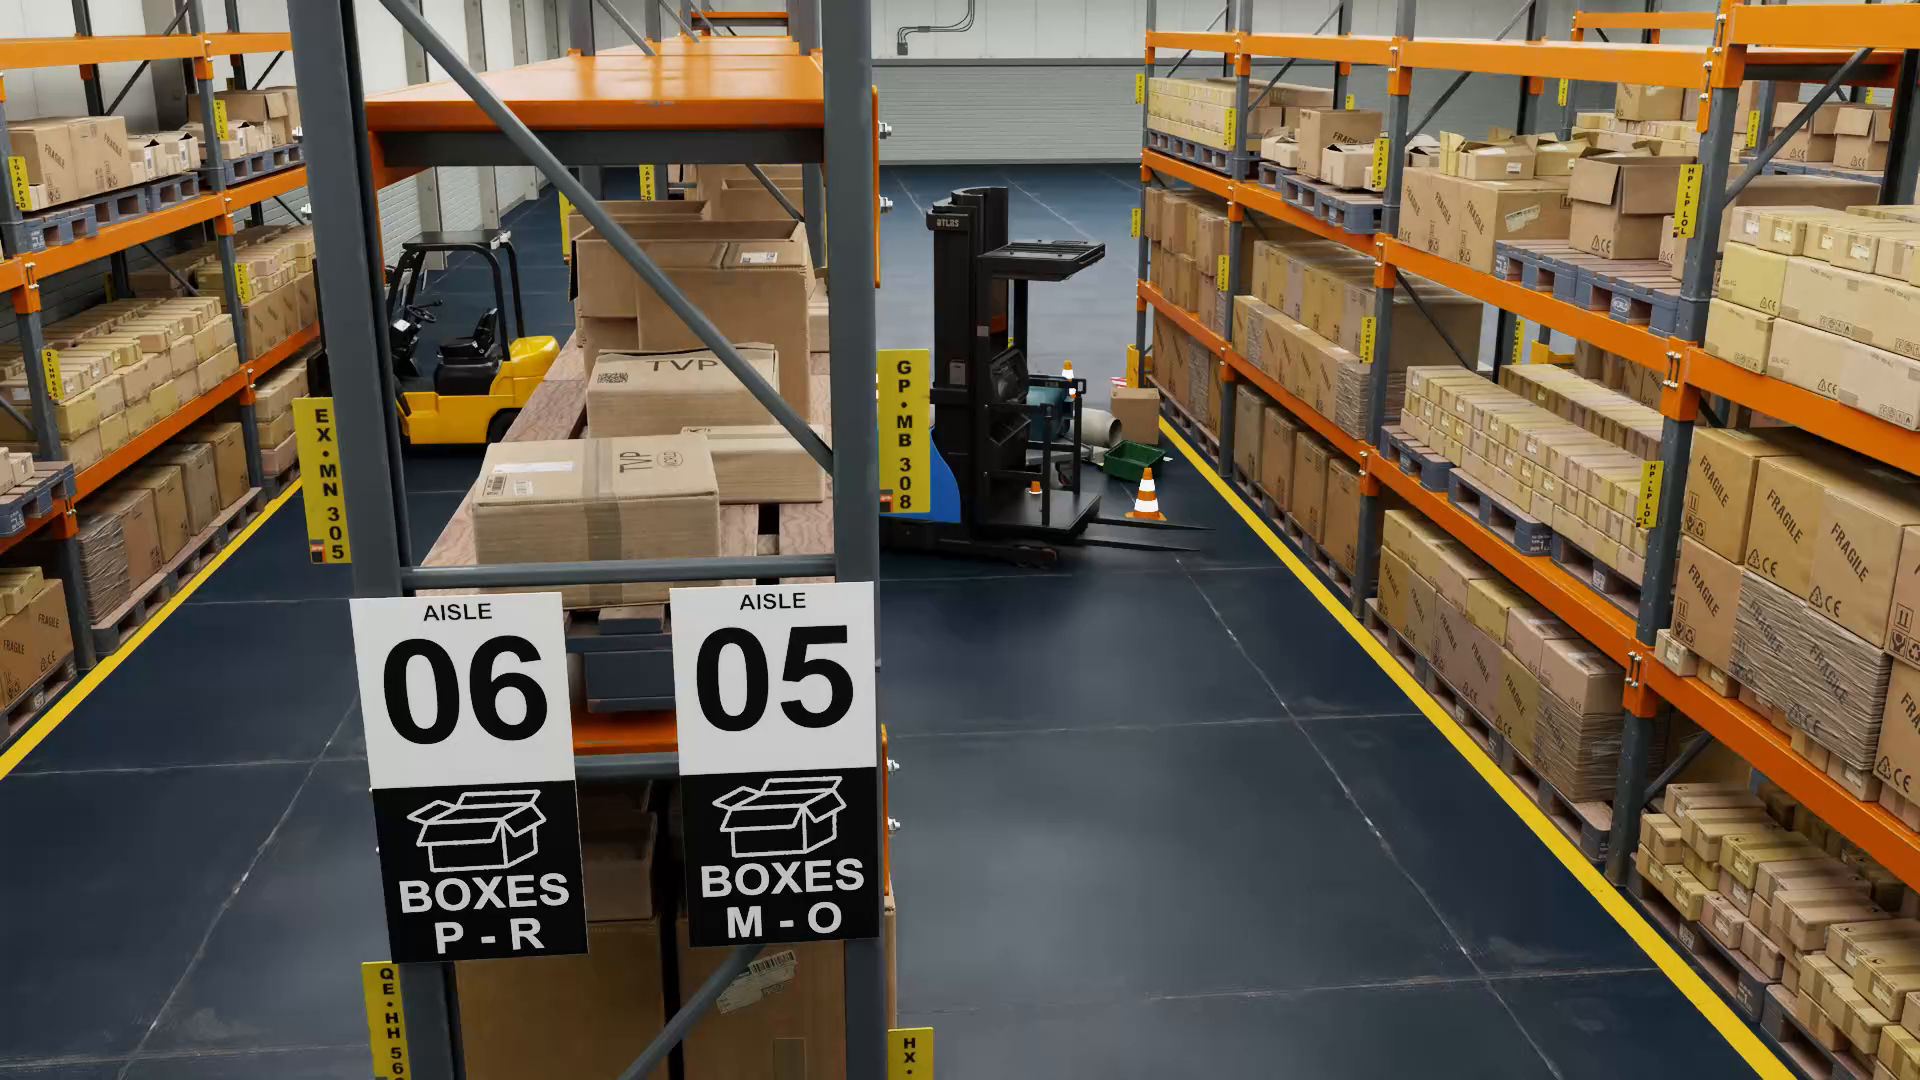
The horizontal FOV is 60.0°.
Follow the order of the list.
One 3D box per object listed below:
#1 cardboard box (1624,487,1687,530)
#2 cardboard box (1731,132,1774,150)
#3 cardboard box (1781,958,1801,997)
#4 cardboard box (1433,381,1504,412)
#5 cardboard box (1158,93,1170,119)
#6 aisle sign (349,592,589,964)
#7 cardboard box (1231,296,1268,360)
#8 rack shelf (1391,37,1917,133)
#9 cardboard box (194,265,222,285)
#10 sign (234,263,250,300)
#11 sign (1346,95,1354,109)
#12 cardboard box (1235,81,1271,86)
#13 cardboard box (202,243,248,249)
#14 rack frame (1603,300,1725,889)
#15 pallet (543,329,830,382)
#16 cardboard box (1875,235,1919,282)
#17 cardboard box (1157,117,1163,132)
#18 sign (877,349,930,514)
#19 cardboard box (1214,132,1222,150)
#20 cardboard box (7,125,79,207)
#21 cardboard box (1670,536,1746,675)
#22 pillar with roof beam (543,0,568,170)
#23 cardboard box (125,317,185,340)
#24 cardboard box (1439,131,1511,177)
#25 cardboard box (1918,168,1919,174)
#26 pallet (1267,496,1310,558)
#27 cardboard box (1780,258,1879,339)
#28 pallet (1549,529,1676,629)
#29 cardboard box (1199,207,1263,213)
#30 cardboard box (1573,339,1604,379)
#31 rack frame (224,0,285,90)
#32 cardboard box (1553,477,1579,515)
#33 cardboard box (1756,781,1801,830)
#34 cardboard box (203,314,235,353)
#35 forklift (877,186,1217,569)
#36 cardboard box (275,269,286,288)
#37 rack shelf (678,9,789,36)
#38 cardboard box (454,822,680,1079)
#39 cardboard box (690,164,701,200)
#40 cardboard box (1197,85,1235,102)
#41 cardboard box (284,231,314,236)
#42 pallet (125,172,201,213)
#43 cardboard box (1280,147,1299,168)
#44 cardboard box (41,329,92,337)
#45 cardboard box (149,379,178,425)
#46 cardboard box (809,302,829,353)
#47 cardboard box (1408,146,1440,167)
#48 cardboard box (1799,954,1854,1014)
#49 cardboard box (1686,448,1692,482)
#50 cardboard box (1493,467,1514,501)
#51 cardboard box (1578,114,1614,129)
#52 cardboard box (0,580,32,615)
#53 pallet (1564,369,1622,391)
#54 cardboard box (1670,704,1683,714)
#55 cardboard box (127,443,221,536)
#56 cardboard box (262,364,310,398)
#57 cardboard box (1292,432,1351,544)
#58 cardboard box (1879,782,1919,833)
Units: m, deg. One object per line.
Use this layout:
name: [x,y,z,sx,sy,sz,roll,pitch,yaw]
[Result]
cardboard box: [3.604,-0.161,8.407,0.380,0.149,0.250,-1,17,-3]
cardboard box: [7.637,-3.827,15.937,0.380,0.149,0.250,-1,17,-4]
cardboard box: [3.801,1.900,7.175,0.380,0.149,0.250,-3,18,-8]
cardboard box: [3.333,-0.942,10.895,0.380,0.149,0.250,-2,18,-6]
cardboard box: [2.450,-4.705,18.033,0.500,0.250,0.500,-2,18,-6]
aisle sign: [-0.962,0.483,3.292,0.394,0.787,0.004,-2,18,-6]
cardboard box: [2.801,-1.949,15.211,0.500,0.500,0.500,-2,17,-5]
rack shelf: [3.633,-2.607,9.326,1.077,0.370,4.000,-2,18,-6]
cardboard box: [-6.708,-2.407,15.089,0.380,0.149,0.250,-2,17,-5]
sign: [-6.297,-2.263,14.577,0.100,0.325,0.005,-2,18,-6]
sign: [3.553,-3.914,15.240,0.100,0.325,0.005,-2,18,-6]
cardboard box: [3.105,-4.729,17.445,0.380,0.149,0.250,-2,18,-6]
cardboard box: [-7.295,-2.851,16.505,0.380,0.149,0.250,-2,18,-5]
rack frame: [3.839,0.317,8.159,1.000,3.000,0.127,-2,18,-6]
pallet: [-1.000,-0.645,6.363,1.003,0.211,1.213,-2,18,-6]
cardboard box: [3.734,-1.067,6.309,0.380,0.149,0.250,-2,18,-7]
cardboard box: [2.371,-4.555,18.221,0.380,0.149,0.250,-2,18,-5]
sign: [-0.109,-0.209,3.237,0.100,0.325,0.005,-2,18,-6]
cardboard box: [2.632,-3.799,15.815,0.380,0.149,0.250,-1,17,-5]
cardboard box: [-6.256,-2.487,11.050,0.500,0.500,0.500,-2,18,-5]
cardboard box: [3.640,0.283,7.605,0.500,0.500,0.500,-2,18,-7]
pillar with roof beam: [-6.885,-14.619,45.718,9.100,9.000,0.400,-2,18,-6]
cardboard box: [-6.439,-1.686,13.290,0.380,0.149,0.250,-2,18,-7]
cardboard box: [3.248,-2.436,10.476,0.396,0.266,0.258,-2,18,-6]
cardboard box: [7.973,-3.150,13.193,0.500,0.500,0.500,-1,17,-5]
pallet: [3.298,-0.144,14.284,1.003,0.211,1.213,-2,18,-6]
cardboard box: [3.697,-0.982,6.704,0.500,0.250,0.500,-2,18,-6]
pallet: [3.905,0.176,8.928,1.003,0.211,1.213,-2,18,-6]
cardboard box: [2.919,-3.090,16.957,0.875,0.550,0.550,-2,18,-6]
cardboard box: [7.593,-2.202,19.657,0.500,0.500,0.500,1,17,5]
rack frame: [-7.248,-5.783,17.574,1.000,3.000,0.127,-2,18,-6]
cardboard box: [3.518,-0.252,9.192,0.380,0.149,0.250,-2,18,-7]
cardboard box: [4.135,1.291,8.122,0.380,0.149,0.250,-1,17,-4]
cardboard box: [-6.531,-1.757,14.183,0.500,0.250,0.500,-2,18,-7]
forklift: [0.591,-1.340,13.552,3.031,2.935,1.130,6,18,17]
cardboard box: [-6.667,-2.497,15.873,0.380,0.149,0.250,-2,18,-6]
rack shelf: [-2.105,-4.997,16.276,1.077,0.370,4.000,-2,18,-6]
cardboard box: [-0.948,1.031,4.050,0.500,0.500,0.500,-1,17,-4]
cardboard box: [-1.297,-2.265,10.502,0.797,0.503,0.637,-3,18,-9]
cardboard box: [2.554,-4.407,16.419,0.380,0.149,0.250,-2,18,-5]
cardboard box: [-6.892,-3.170,17.520,0.380,0.149,0.250,-1,17,-4]
pallet: [-6.732,-2.806,13.420,0.805,0.209,1.217,-2,18,-8]
cardboard box: [2.900,-3.200,13.906,0.380,0.149,0.250,-2,18,-6]
cardboard box: [-6.902,-1.519,12.758,0.380,0.149,0.250,-2,18,-5]
cardboard box: [-6.385,-1.063,12.806,0.500,0.250,0.500,-1,17,-4]
cardboard box: [-0.662,-0.800,6.261,0.380,0.149,0.250,-1,17,-4]
cardboard box: [3.571,-2.734,12.150,0.500,0.311,0.500,-2,18,-6]
cardboard box: [3.728,1.837,6.879,0.380,0.149,0.250,-2,18,-6]
cardboard box: [4.174,-0.413,9.209,0.380,0.149,0.250,-2,18,-6]
cardboard box: [3.436,-0.343,9.980,0.380,0.149,0.250,-2,18,-7]
cardboard box: [7.275,-4.762,18.913,0.380,0.149,0.250,-1,17,-4]
cardboard box: [-6.061,0.365,10.395,0.380,0.149,0.250,-3,18,-9]
pallet: [7.602,-1.785,19.511,1.003,0.211,1.213,-2,18,-6]
cardboard box: [4.026,0.723,9.086,0.500,0.250,0.500,-3,18,-8]
cardboard box: [-6.698,-0.410,13.738,0.875,0.625,0.625,-2,18,-6]
cardboard box: [-6.679,-1.549,16.323,0.500,0.250,0.500,-1,17,-4]
cardboard box: [3.360,-0.446,13.645,1.050,0.750,0.750,-2,17,-5]
cardboard box: [3.801,1.001,6.401,0.380,0.149,0.250,-1,17,-4]
